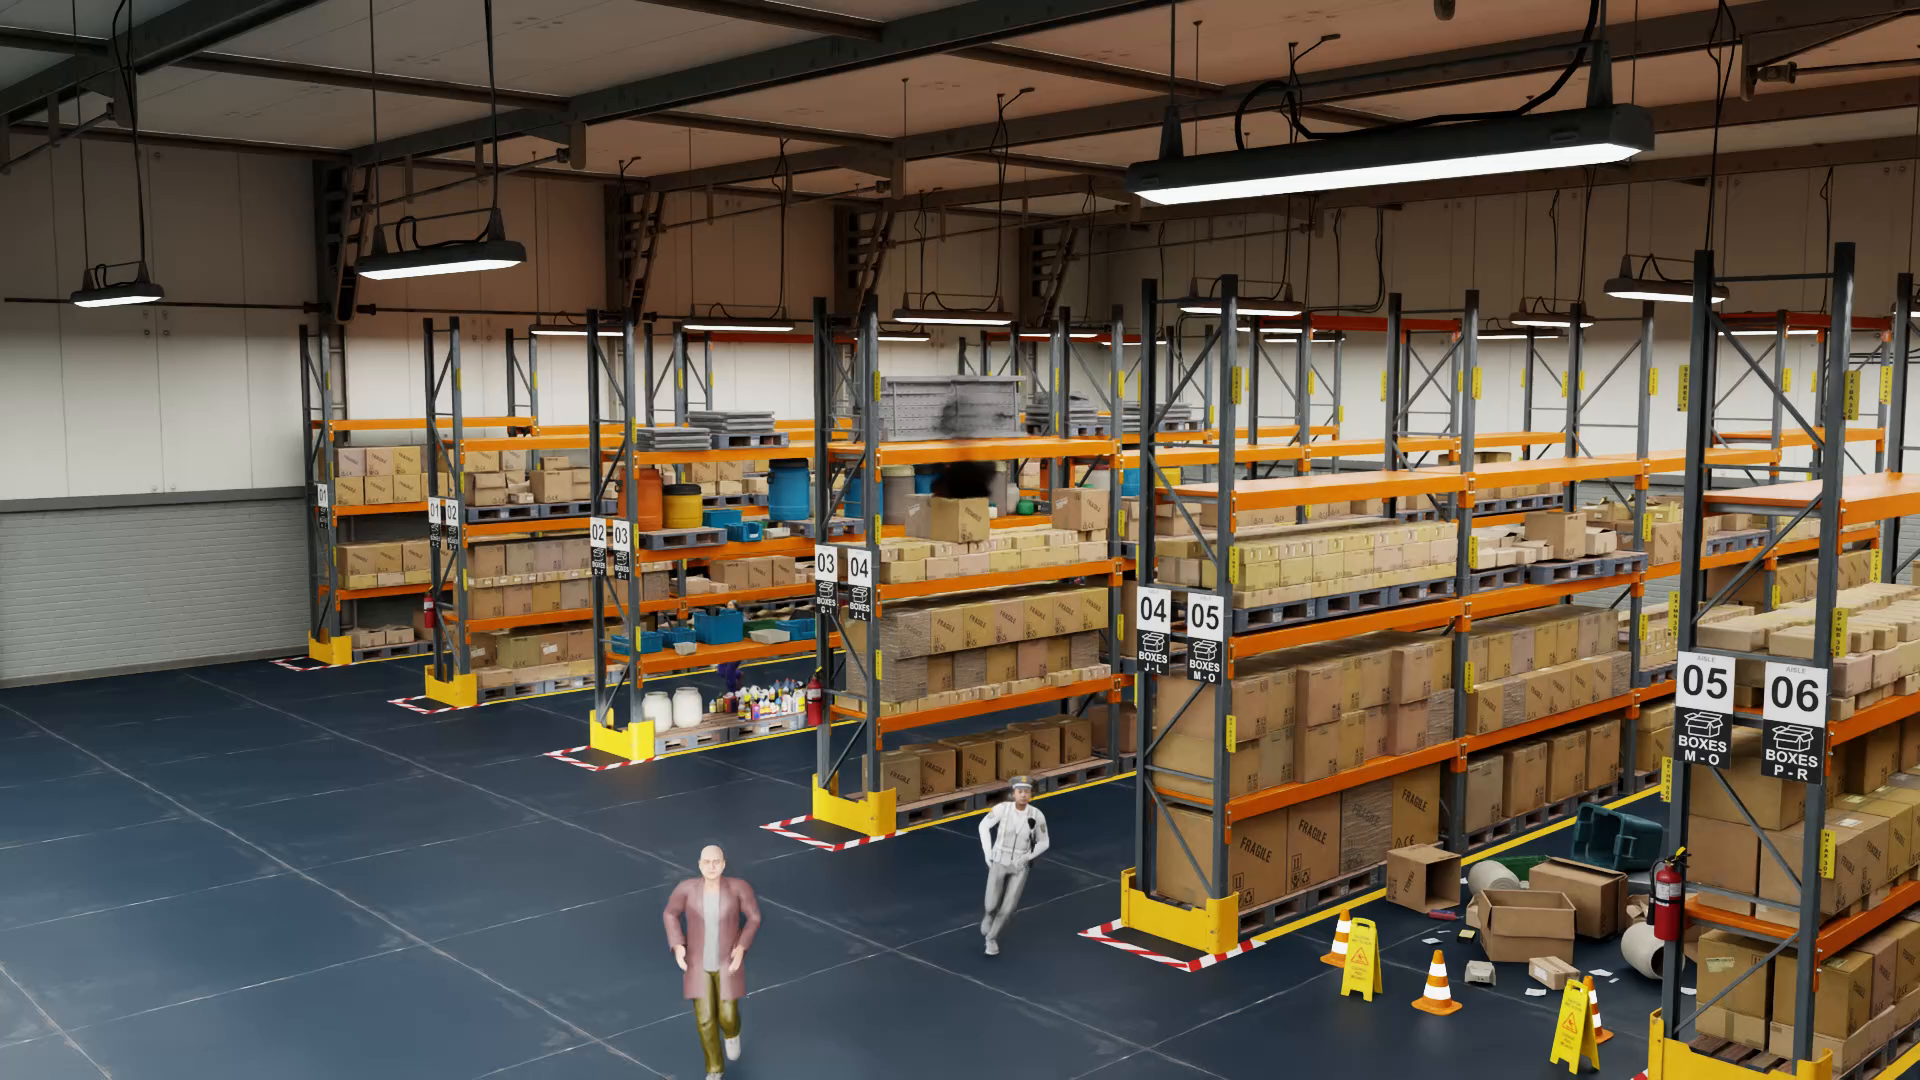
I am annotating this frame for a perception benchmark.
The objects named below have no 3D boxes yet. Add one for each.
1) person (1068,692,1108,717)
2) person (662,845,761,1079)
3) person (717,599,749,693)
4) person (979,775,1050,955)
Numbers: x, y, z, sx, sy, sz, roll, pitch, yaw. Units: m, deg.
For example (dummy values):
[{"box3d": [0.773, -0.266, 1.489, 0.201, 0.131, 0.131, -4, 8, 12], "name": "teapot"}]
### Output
[{"box3d": [1.841, 1.875, 24.084, 0.673, 1.699, 0.944, 6, 8, 45], "name": "person"}, {"box3d": [-1.828, 3.076, 12.145, 0.686, 1.750, 0.719, 0, 6, -4], "name": "person"}, {"box3d": [-3.556, 1.732, 26.212, 0.608, 1.608, 0.607, 3, 7, 31], "name": "person"}, {"box3d": [0.473, 2.869, 14.822, 0.614, 1.613, 0.532, 0, 6, 2], "name": "person"}]
